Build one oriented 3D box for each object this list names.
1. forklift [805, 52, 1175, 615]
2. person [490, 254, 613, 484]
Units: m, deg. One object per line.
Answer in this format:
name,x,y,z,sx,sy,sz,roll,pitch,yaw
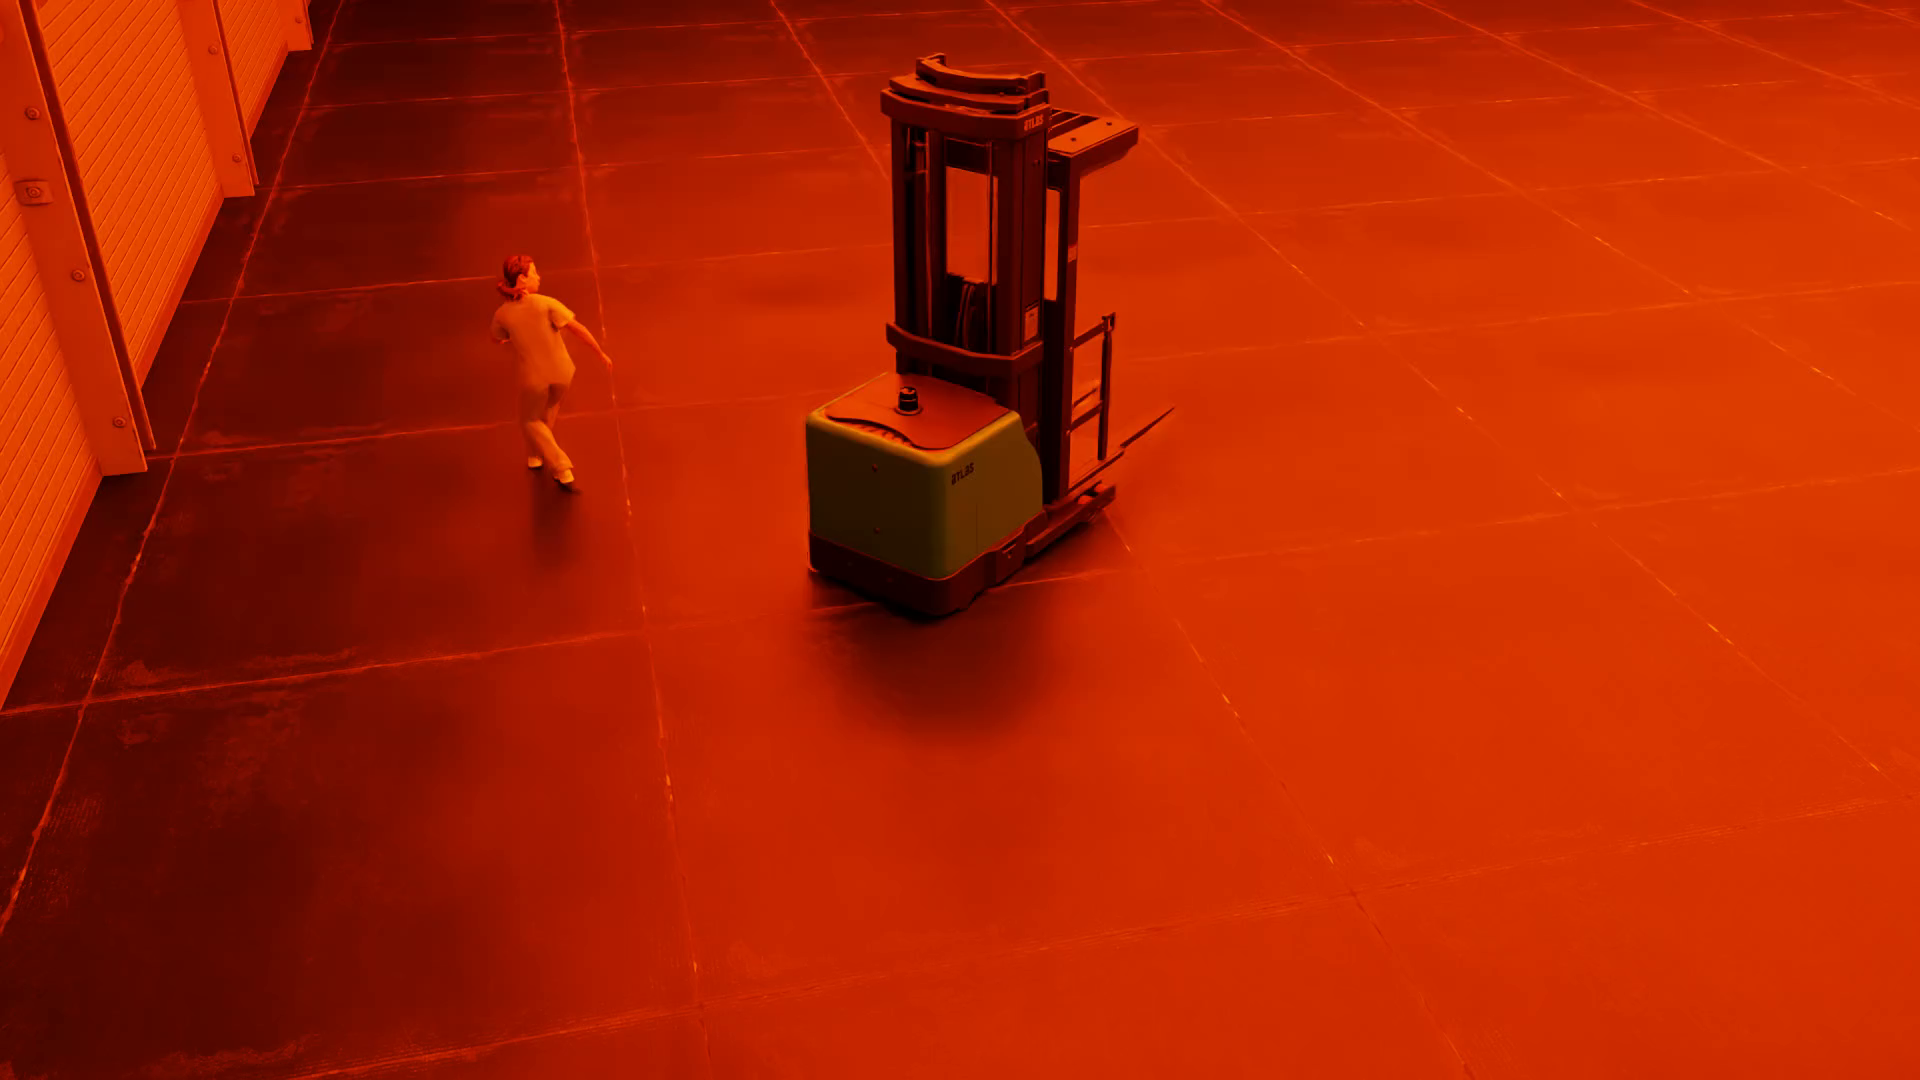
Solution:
forklift,0.356,-1.517,10.196,1.130,2.935,3.031,20,36,31
person,-2.687,-1.152,10.978,0.734,1.549,0.795,-9,31,-16
